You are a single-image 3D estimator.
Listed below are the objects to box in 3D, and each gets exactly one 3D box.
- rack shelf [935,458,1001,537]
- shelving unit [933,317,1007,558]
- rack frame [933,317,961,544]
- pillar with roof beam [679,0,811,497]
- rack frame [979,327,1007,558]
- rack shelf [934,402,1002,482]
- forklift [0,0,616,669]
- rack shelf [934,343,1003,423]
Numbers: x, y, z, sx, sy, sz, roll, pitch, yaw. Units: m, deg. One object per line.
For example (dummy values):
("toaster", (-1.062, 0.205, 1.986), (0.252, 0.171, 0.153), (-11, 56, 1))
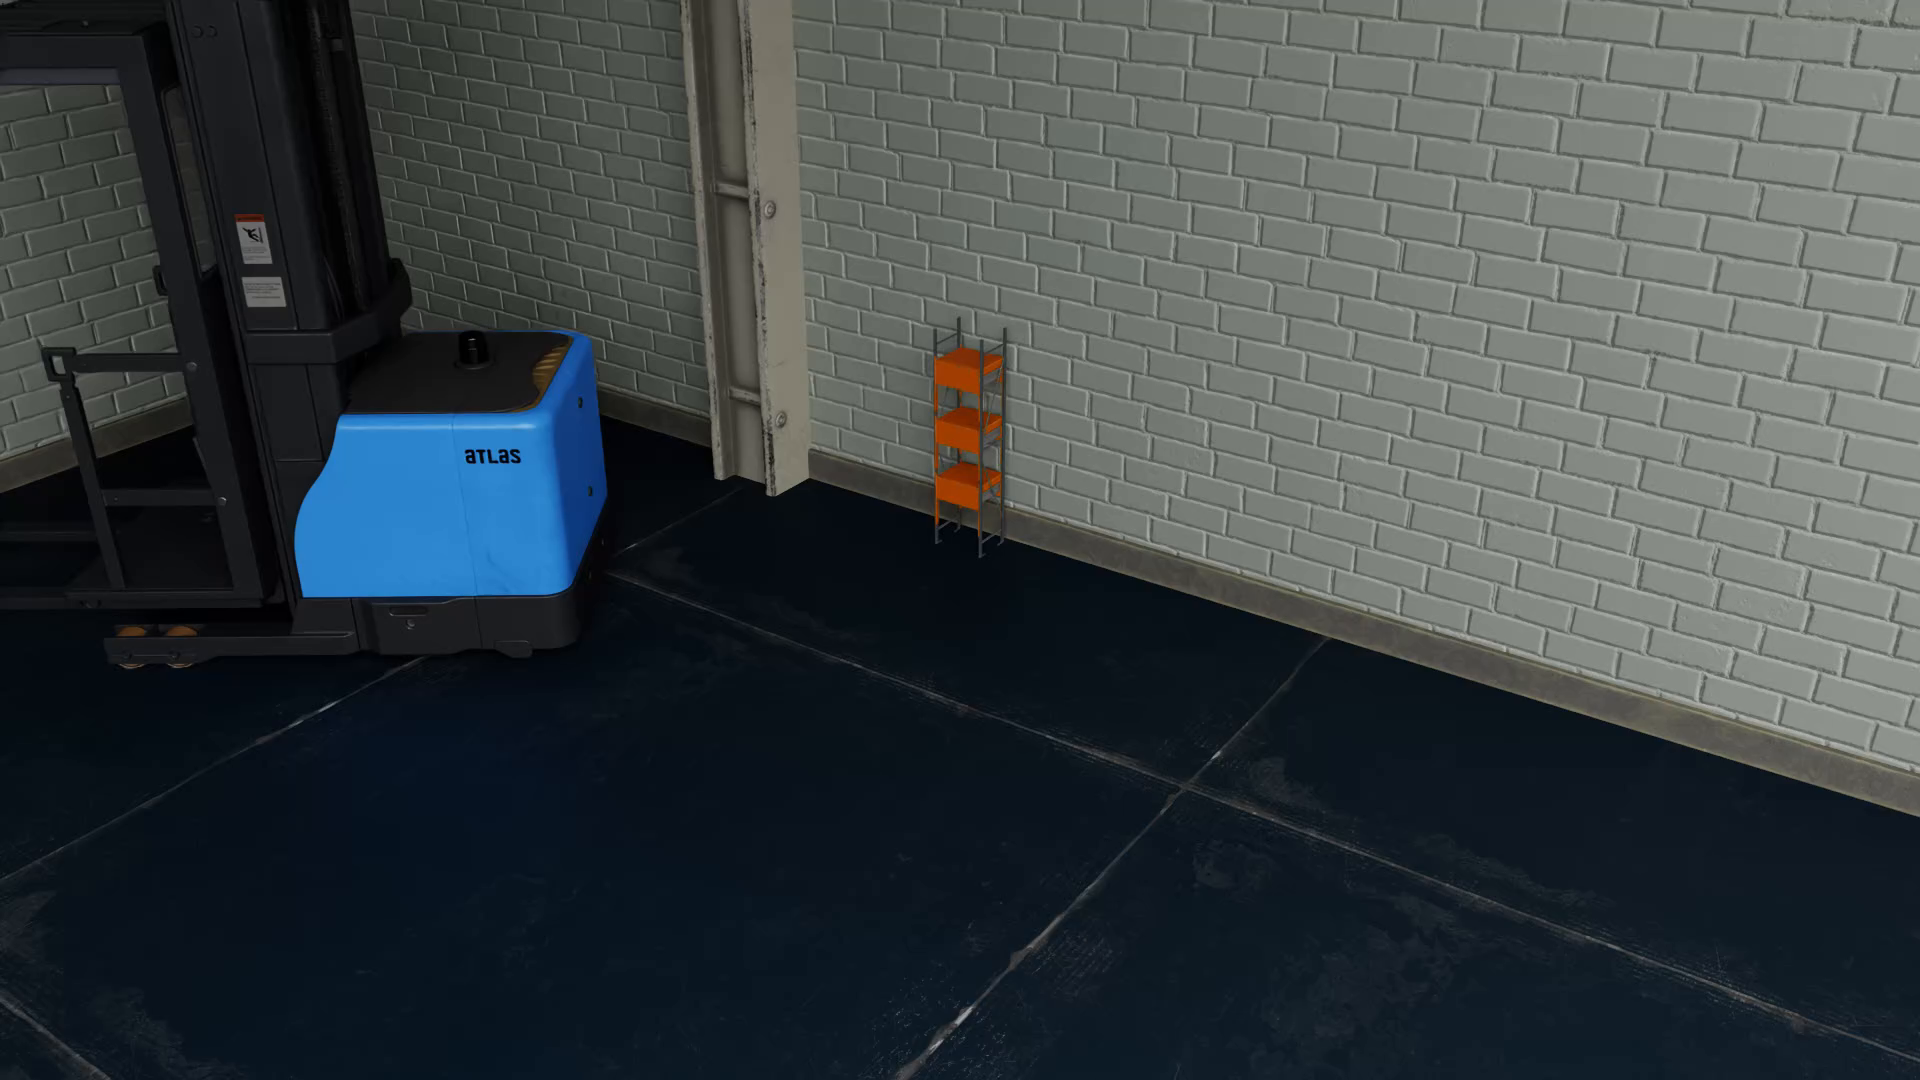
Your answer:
("rack shelf", (0.044, -0.197, 7.616), (0.240, 0.259, 0.215), (17, 32, 30))
("shelving unit", (0.044, -0.454, 7.485), (0.252, 1.050, 0.215), (17, 32, 30))
("rack frame", (-0.056, -0.485, 7.546), (0.008, 1.050, 0.200), (17, 32, 30))
("pillar with roof beam", (-3.427, -2.721, 3.175), (0.400, 9.000, 9.100), (17, 32, 30))
("rack frame", (0.145, -0.423, 7.423), (0.008, 1.050, 0.200), (17, 32, 30))
("rack shelf", (0.044, -0.445, 7.490), (0.240, 0.259, 0.215), (17, 32, 30))
("forklift", (-3.075, -1.029, 6.539), (3.031, 2.935, 1.130), (0, 27, -1))
("rack shelf", (0.044, -0.698, 7.361), (0.240, 0.259, 0.215), (17, 32, 30))
